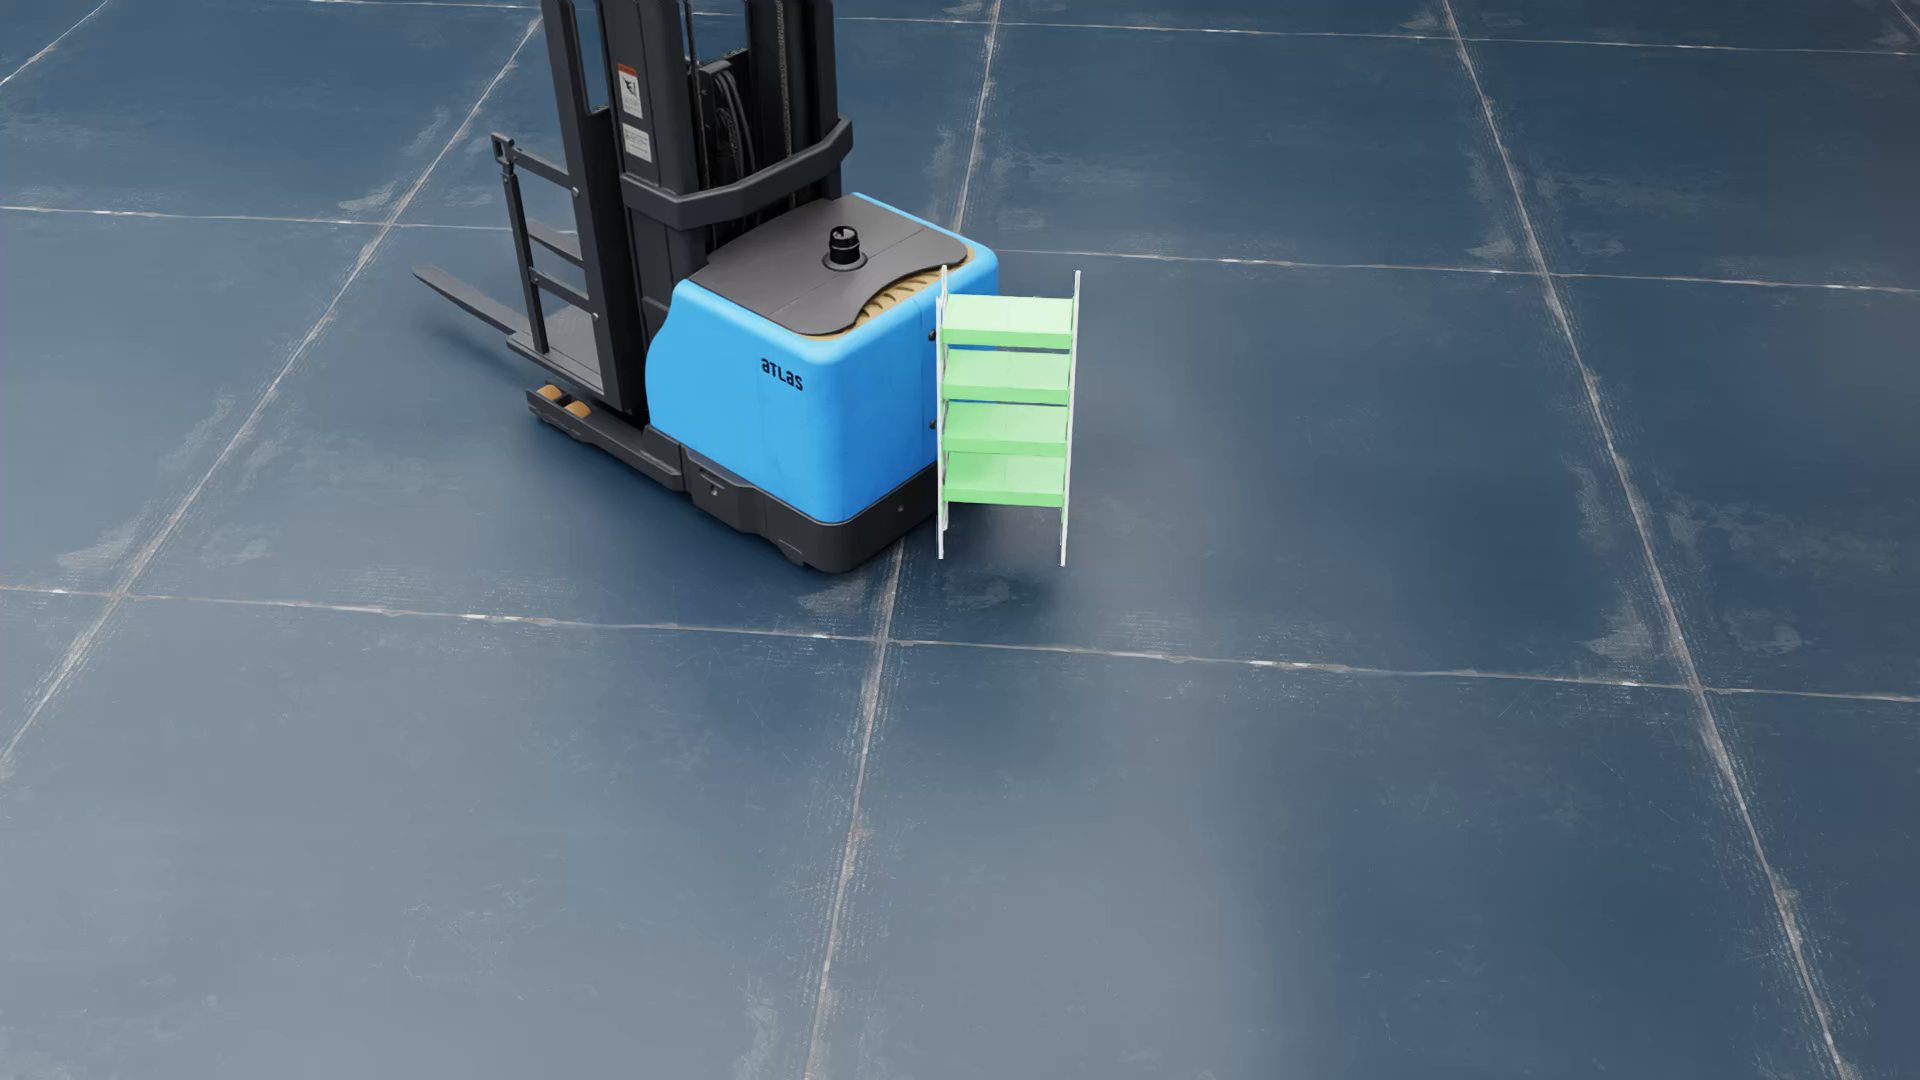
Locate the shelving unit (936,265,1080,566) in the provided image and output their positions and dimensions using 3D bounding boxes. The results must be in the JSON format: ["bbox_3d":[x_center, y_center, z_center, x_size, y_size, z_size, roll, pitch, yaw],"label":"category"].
[{"bbox_3d":[0.176,-0.450,6.352,0.503,1.200,0.258,3,39,4],"label":"shelving unit"}]

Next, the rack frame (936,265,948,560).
[{"bbox_3d":[-0.067,-0.463,6.368,0.015,1.200,0.240,3,39,4],"label":"rack frame"}]

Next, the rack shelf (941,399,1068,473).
[{"bbox_3d":[0.176,-0.401,6.393,0.480,0.148,0.258,3,39,4],"label":"rack shelf"}]

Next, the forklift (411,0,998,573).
[{"bbox_3d":[-1.279,-1.800,6.640,3.031,2.935,1.130,29,47,31],"label":"forklift"}]

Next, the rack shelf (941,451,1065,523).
[{"bbox_3d":[0.176,-0.214,6.544,0.480,0.148,0.258,3,39,4],"label":"rack shelf"}]

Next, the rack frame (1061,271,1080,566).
[{"bbox_3d":[0.419,-0.437,6.337,0.015,1.200,0.240,3,39,4],"label":"rack frame"}]

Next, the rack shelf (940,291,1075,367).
[{"bbox_3d":[0.176,-0.774,6.090,0.480,0.148,0.258,3,39,4],"label":"rack shelf"}]

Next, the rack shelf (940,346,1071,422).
[{"bbox_3d":[0.176,-0.587,6.242,0.480,0.148,0.258,3,39,4],"label":"rack shelf"}]
